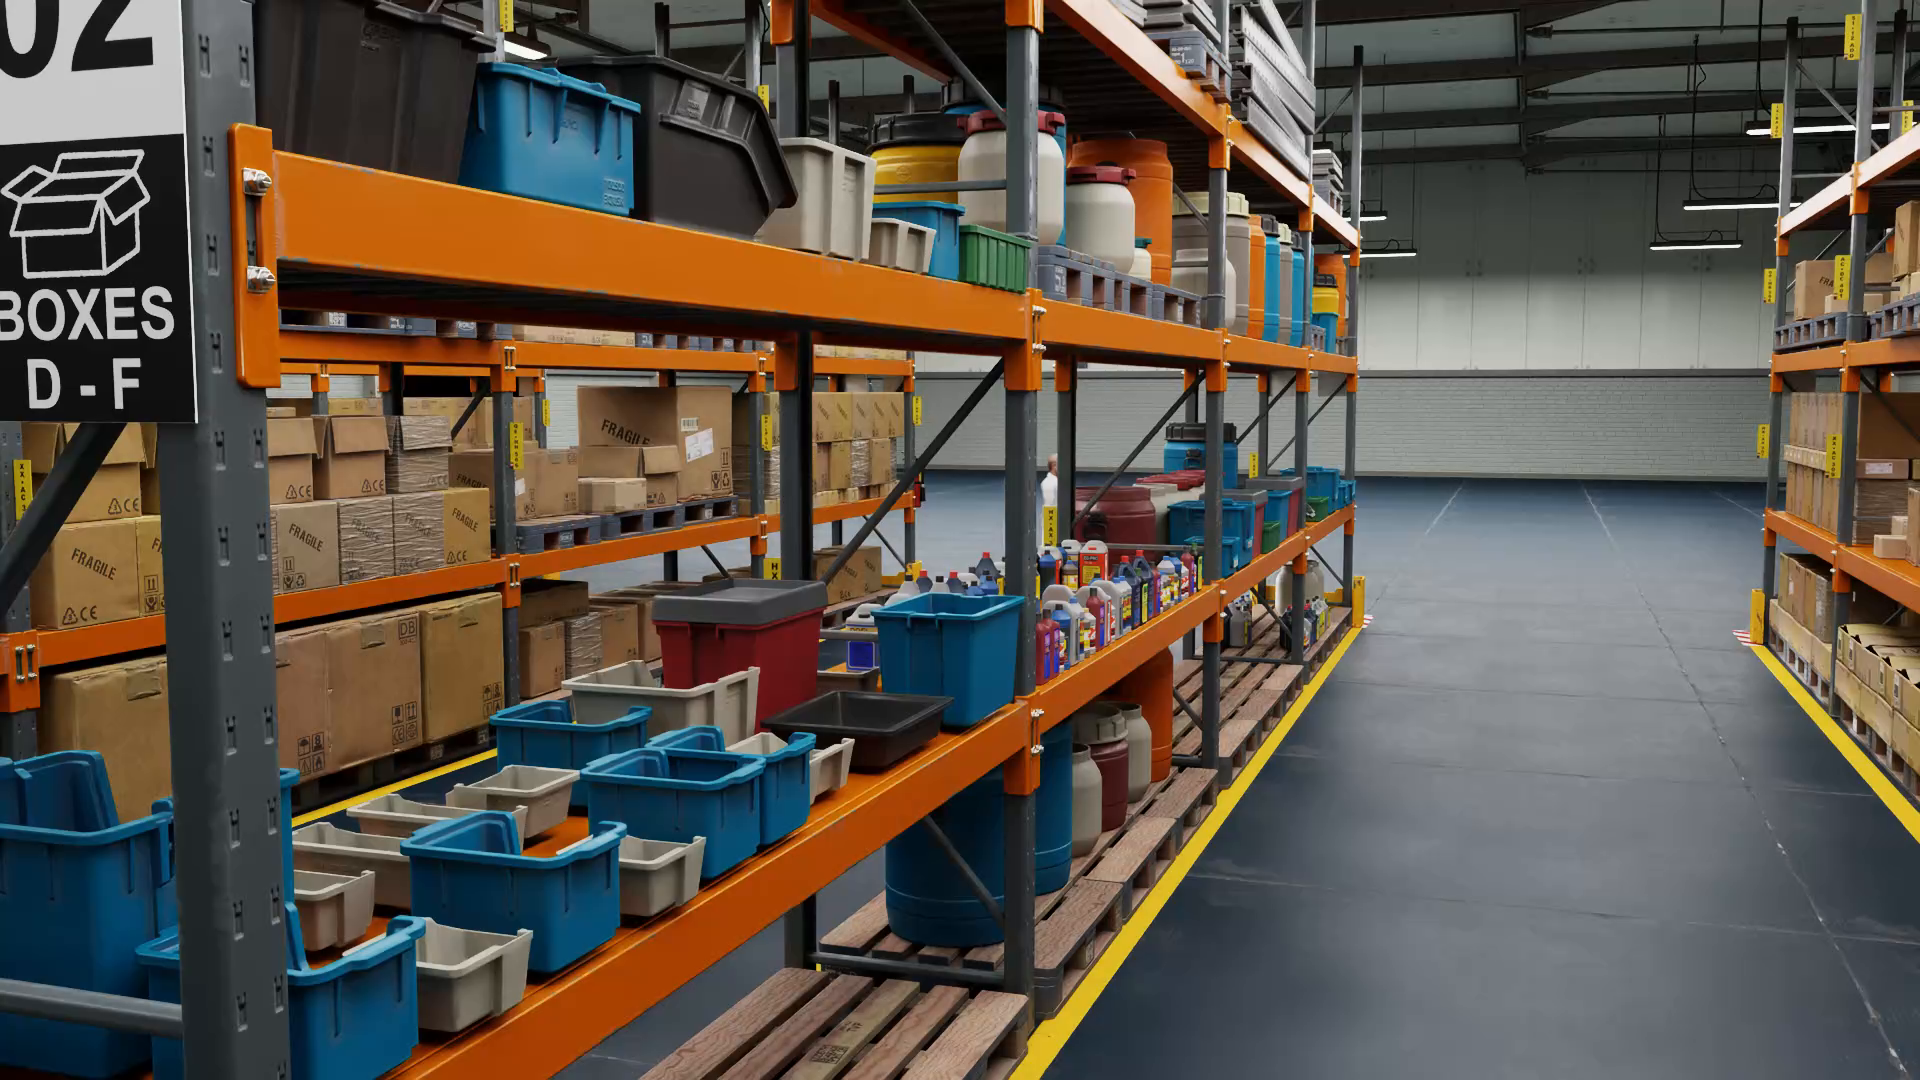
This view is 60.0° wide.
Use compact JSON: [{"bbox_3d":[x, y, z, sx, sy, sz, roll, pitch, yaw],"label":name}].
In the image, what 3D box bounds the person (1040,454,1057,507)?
[{"bbox_3d":[1.100,-0.062,18.496,0.391,1.796,0.563,2,5,20],"label":"person"}]
